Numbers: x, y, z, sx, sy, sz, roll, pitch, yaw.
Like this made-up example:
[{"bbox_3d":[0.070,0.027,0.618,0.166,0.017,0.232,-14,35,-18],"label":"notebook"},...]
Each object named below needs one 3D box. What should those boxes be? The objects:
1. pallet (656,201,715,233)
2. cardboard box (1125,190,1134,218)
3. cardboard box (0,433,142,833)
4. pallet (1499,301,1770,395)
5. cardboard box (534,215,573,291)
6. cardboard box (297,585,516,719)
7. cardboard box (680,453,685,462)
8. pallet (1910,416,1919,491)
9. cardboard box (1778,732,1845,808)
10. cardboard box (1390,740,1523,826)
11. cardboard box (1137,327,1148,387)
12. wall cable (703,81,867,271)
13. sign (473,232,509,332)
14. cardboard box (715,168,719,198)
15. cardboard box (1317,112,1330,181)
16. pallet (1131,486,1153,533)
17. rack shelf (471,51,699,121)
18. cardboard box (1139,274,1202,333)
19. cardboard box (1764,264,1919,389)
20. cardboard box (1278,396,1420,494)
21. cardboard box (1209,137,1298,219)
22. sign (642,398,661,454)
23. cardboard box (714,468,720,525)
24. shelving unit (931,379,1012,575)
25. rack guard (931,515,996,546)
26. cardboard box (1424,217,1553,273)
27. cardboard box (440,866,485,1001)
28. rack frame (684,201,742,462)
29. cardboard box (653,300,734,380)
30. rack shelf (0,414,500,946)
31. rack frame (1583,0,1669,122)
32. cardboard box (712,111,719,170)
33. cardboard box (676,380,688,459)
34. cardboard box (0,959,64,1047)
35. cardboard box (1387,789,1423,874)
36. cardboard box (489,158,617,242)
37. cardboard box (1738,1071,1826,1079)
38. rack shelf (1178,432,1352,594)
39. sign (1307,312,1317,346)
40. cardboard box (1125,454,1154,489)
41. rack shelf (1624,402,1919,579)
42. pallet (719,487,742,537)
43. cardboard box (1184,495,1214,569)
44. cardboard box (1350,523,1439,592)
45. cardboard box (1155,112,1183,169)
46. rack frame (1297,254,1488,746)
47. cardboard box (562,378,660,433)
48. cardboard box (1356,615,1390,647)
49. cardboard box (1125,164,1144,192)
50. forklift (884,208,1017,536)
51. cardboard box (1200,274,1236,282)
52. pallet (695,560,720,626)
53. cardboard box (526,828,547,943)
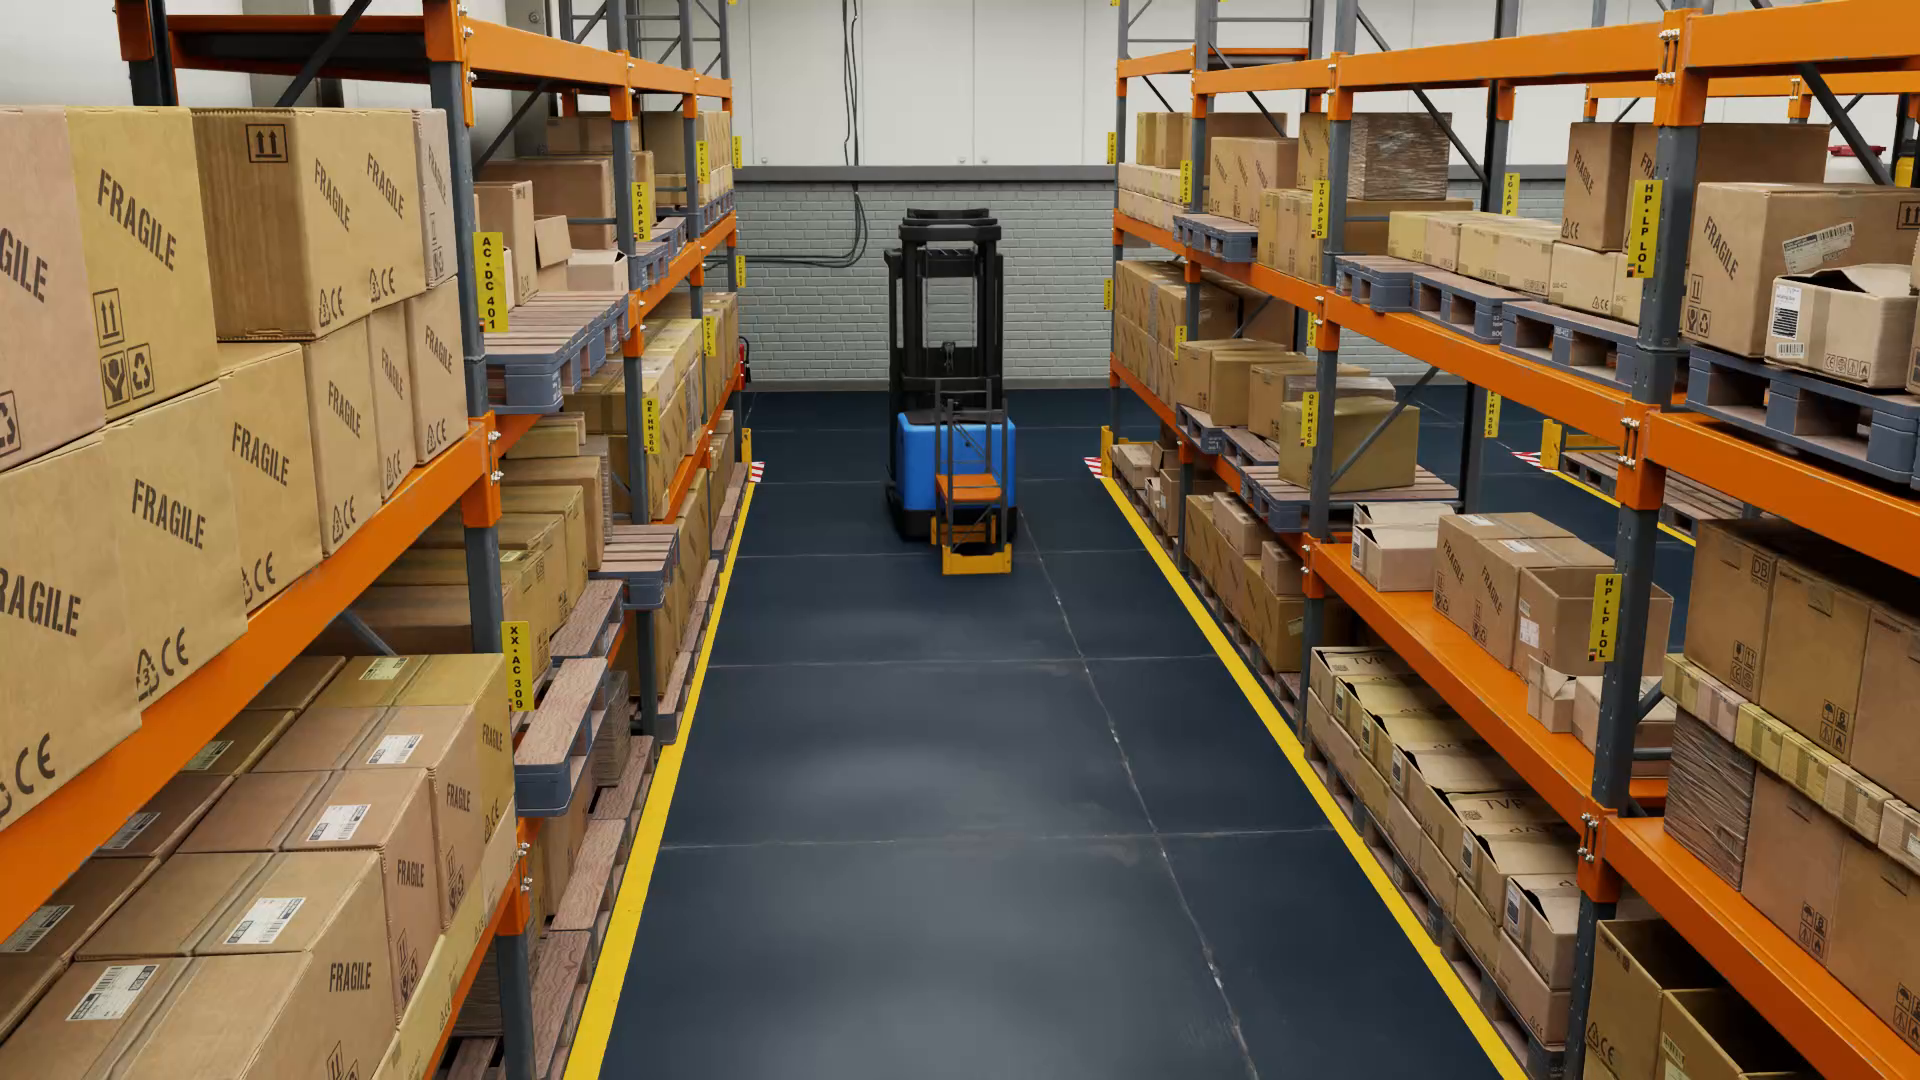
[{"bbox_3d":[-2.618,-2.733,14.011,1.003,0.211,1.213,-1,14,-3],"label":"pallet"},{"bbox_3d":[1.914,-3.316,16.399,0.500,0.250,0.500,-1,14,-3],"label":"cardboard box"},{"bbox_3d":[-1.603,0.133,2.454,0.500,0.500,0.500,0,14,0],"label":"cardboard box"},{"bbox_3d":[2.794,-0.787,6.653,0.805,0.209,1.217,-1,15,-6],"label":"pallet"},{"bbox_3d":[-2.342,-1.314,8.069,0.797,0.503,0.637,1,14,4],"label":"cardboard box"},{"bbox_3d":[-2.080,0.481,6.277,0.700,0.500,0.500,-1,14,-3],"label":"cardboard box"},{"bbox_3d":[-2.240,-0.674,12.314,0.380,0.149,0.250,-1,14,-3],"label":"cardboard box"},{"bbox_3d":[3.013,-0.103,3.789,1.003,0.211,1.213,-1,14,-3],"label":"pallet"},{"bbox_3d":[2.736,0.691,5.041,0.380,0.149,0.250,-1,14,-4],"label":"cardboard box"},{"bbox_3d":[2.456,1.174,8.216,0.500,0.311,0.500,-1,14,-4],"label":"cardboard box"},{"bbox_3d":[1.977,-1.749,15.826,0.500,0.500,0.500,-1,14,-3],"label":"cardboard box"},{"bbox_3d":[-2.820,-4.928,22.577,3.097,2.526,0.112,-1,14,-3],"label":"wall cable"},{"bbox_3d":[-1.541,-0.844,5.452,0.100,0.325,0.005,-1,14,-3],"label":"sign"},{"bbox_3d":[-2.414,-3.182,14.835,0.500,0.250,0.500,-1,14,-5],"label":"cardboard box"},{"bbox_3d":[2.561,-2.423,10.421,0.500,0.500,0.500,-1,14,-3],"label":"cardboard box"},{"bbox_3d":[2.246,-0.322,16.077,1.003,0.211,1.213,-1,14,-3],"label":"pallet"},{"bbox_3d":[-2.454,-2.986,11.041,1.077,0.370,4.000,-1,14,-3],"label":"rack shelf"},{"bbox_3d":[1.981,-2.230,15.688,0.500,0.500,0.500,-1,14,-4],"label":"cardboard box"},{"bbox_3d":[2.663,-0.625,4.694,0.500,0.311,0.500,-2,15,-7],"label":"cardboard box"},{"bbox_3d":[2.462,-0.609,10.554,0.700,0.500,0.500,-6,16,-22],"label":"cardboard box"},{"bbox_3d":[2.324,-2.824,12.941,0.600,0.600,0.600,-2,15,-9],"label":"cardboard box"},{"bbox_3d":[-1.789,-0.658,9.624,0.100,0.325,0.005,-1,14,-3],"label":"sign"},{"bbox_3d":[-2.550,-0.425,15.057,0.700,0.500,0.500,-1,14,-4],"label":"cardboard box"},{"bbox_3d":[0.087,-0.569,14.452,0.587,1.500,1.083,-2,15,-6],"label":"shelving unit"},{"bbox_3d":[0.031,-0.087,15.087,0.587,0.250,0.087,-2,15,-6],"label":"rack guard"},{"bbox_3d":[2.749,-1.544,8.669,0.500,0.250,0.500,0,14,-2],"label":"cardboard box"},{"bbox_3d":[-1.728,1.170,4.944,0.500,0.250,0.500,-1,14,-3],"label":"cardboard box"},{"bbox_3d":[-2.826,-2.115,17.449,1.000,3.000,0.127,-1,14,-3],"label":"rack frame"},{"bbox_3d":[-2.728,-1.952,16.217,0.980,0.700,0.700,-1,14,-4],"label":"cardboard box"},{"bbox_3d":[-1.958,0.263,3.633,1.077,0.370,4.000,-1,14,-3],"label":"rack shelf"},{"bbox_3d":[7.062,-5.173,17.296,1.000,3.000,0.127,-1,14,-3],"label":"rack frame"},{"bbox_3d":[-2.416,-3.547,14.749,0.500,0.500,0.500,-1,14,-3],"label":"cardboard box"},{"bbox_3d":[-2.198,-0.835,11.638,0.500,0.500,0.500,0,14,-2],"label":"cardboard box"},{"bbox_3d":[-2.134,1.197,3.336,0.500,0.500,0.500,-1,14,-5],"label":"cardboard box"},{"bbox_3d":[2.455,1.442,8.300,0.500,0.250,0.500,-1,14,-2],"label":"cardboard box"},{"bbox_3d":[-2.503,-2.090,10.249,0.700,0.500,0.500,-2,15,-7],"label":"cardboard box"},{"bbox_3d":[2.640,1.926,4.914,0.500,0.500,0.500,-1,14,-3],"label":"cardboard box"},{"bbox_3d":[2.490,-0.351,12.040,1.077,0.370,4.000,-1,14,-3],"label":"rack shelf"},{"bbox_3d":[2.920,-1.767,13.776,0.100,0.325,0.005,-1,14,-3],"label":"sign"},{"bbox_3d":[1.931,-0.685,16.528,0.500,0.250,0.500,-1,14,-3],"label":"cardboard box"},{"bbox_3d":[2.986,0.185,3.933,1.077,0.370,4.000,-1,14,-3],"label":"rack shelf"},{"bbox_3d":[-2.626,-0.264,15.852,1.003,0.211,1.213,-1,14,-3],"label":"pallet"},{"bbox_3d":[2.153,-0.076,13.658,0.500,0.500,0.500,-2,15,-6],"label":"cardboard box"},{"bbox_3d":[2.476,0.066,9.152,0.500,0.311,0.500,-1,14,-4],"label":"cardboard box"},{"bbox_3d":[2.188,-3.676,15.289,0.700,0.500,0.500,-1,14,-3],"label":"cardboard box"},{"bbox_3d":[2.614,-0.202,10.017,1.000,3.000,0.127,-1,14,-3],"label":"rack frame"},{"bbox_3d":[-2.103,-0.814,10.053,0.500,0.250,0.500,-1,14,-2],"label":"cardboard box"},{"bbox_3d":[2.871,0.677,10.731,0.500,0.500,0.500,0,14,-1],"label":"cardboard box"},{"bbox_3d":[1.914,-3.558,16.337,0.500,0.250,0.500,-1,14,-3],"label":"cardboard box"},{"bbox_3d":[-0.161,-1.771,16.252,1.130,2.935,3.031,-2,15,-6],"label":"forklift"},{"bbox_3d":[2.521,-2.236,15.714,0.500,0.500,0.500,0,14,-2],"label":"cardboard box"},{"bbox_3d":[-2.455,0.421,13.189,1.003,0.211,1.213,-1,14,-3],"label":"pallet"},{"bbox_3d":[-2.227,1.557,7.313,0.700,0.500,0.500,-1,14,-5],"label":"cardboard box"}]
